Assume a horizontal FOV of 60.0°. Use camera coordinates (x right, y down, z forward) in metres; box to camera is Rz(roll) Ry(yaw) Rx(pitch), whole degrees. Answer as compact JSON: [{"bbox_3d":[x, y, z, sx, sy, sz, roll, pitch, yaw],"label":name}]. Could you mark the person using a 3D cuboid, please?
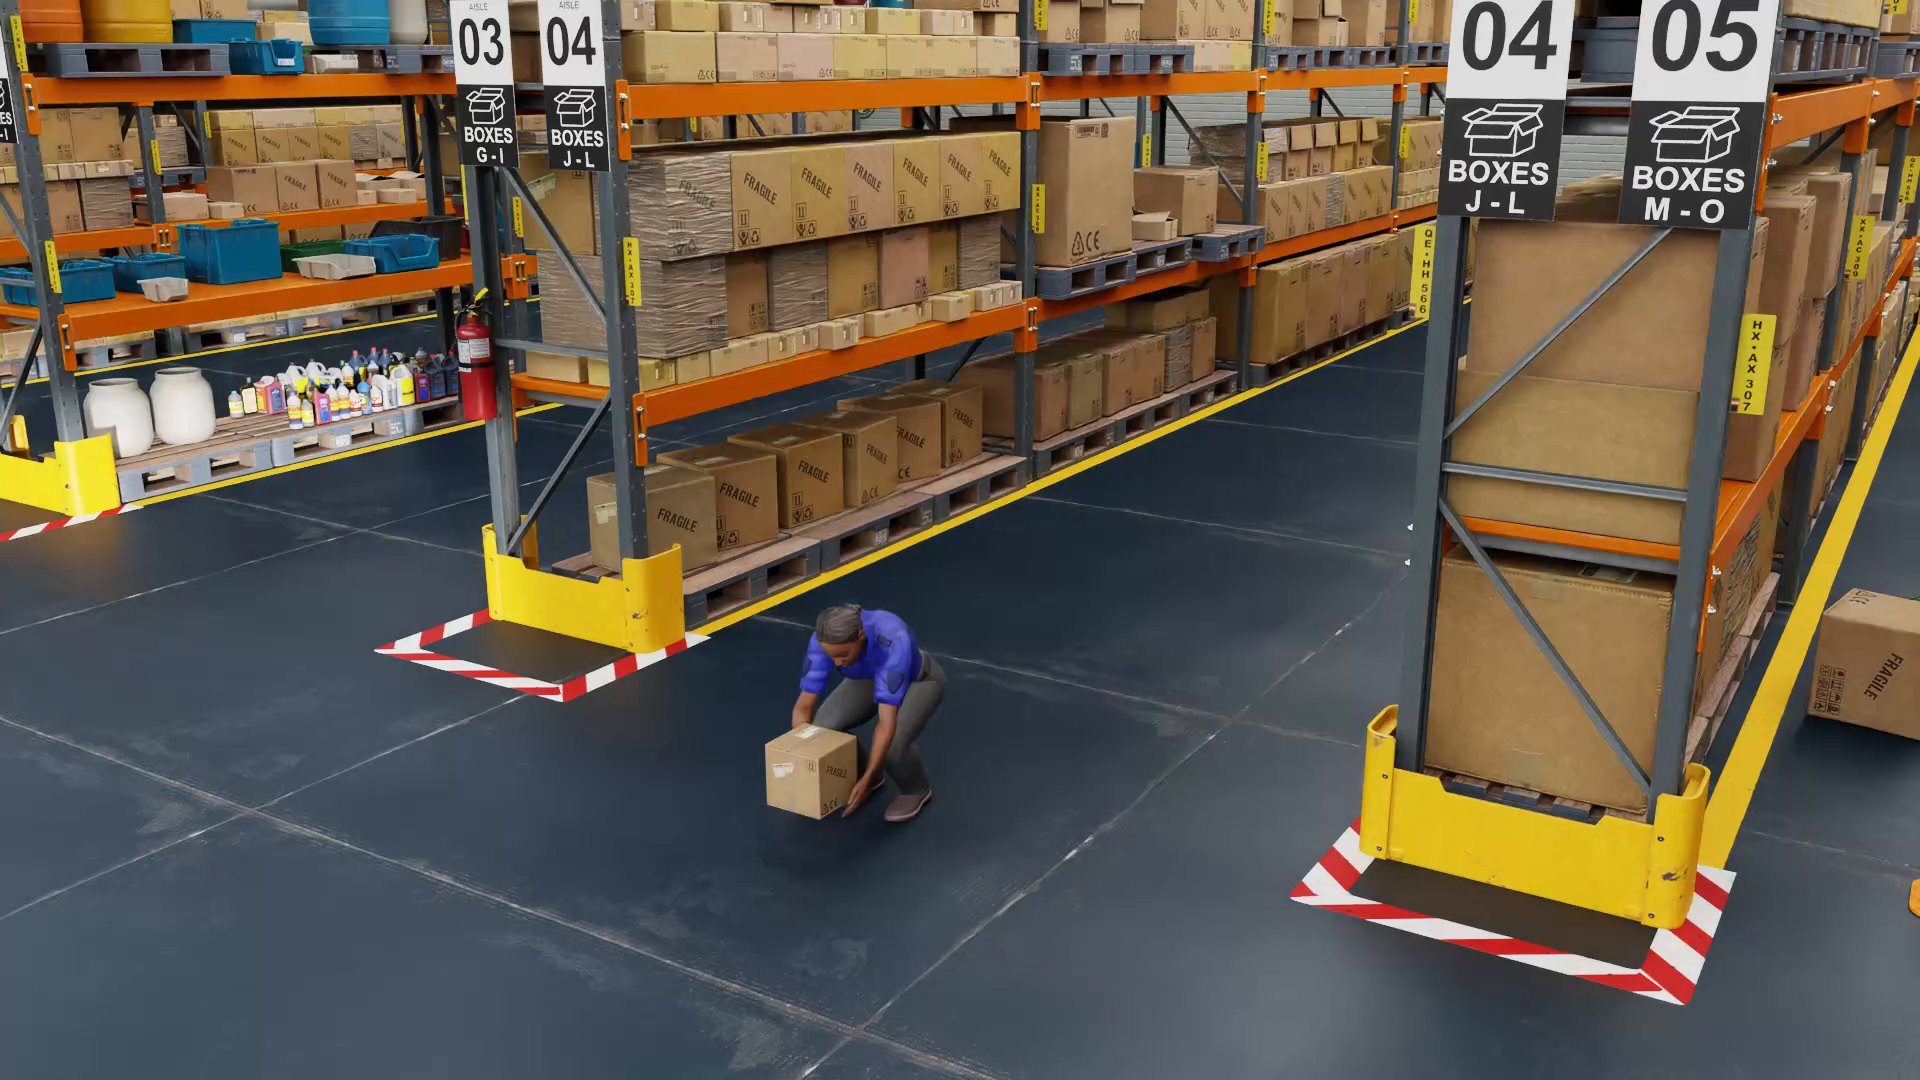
[{"bbox_3d":[-0.354,0.644,6.575,0.486,0.972,0.801,10,19,30],"label":"person"}]
